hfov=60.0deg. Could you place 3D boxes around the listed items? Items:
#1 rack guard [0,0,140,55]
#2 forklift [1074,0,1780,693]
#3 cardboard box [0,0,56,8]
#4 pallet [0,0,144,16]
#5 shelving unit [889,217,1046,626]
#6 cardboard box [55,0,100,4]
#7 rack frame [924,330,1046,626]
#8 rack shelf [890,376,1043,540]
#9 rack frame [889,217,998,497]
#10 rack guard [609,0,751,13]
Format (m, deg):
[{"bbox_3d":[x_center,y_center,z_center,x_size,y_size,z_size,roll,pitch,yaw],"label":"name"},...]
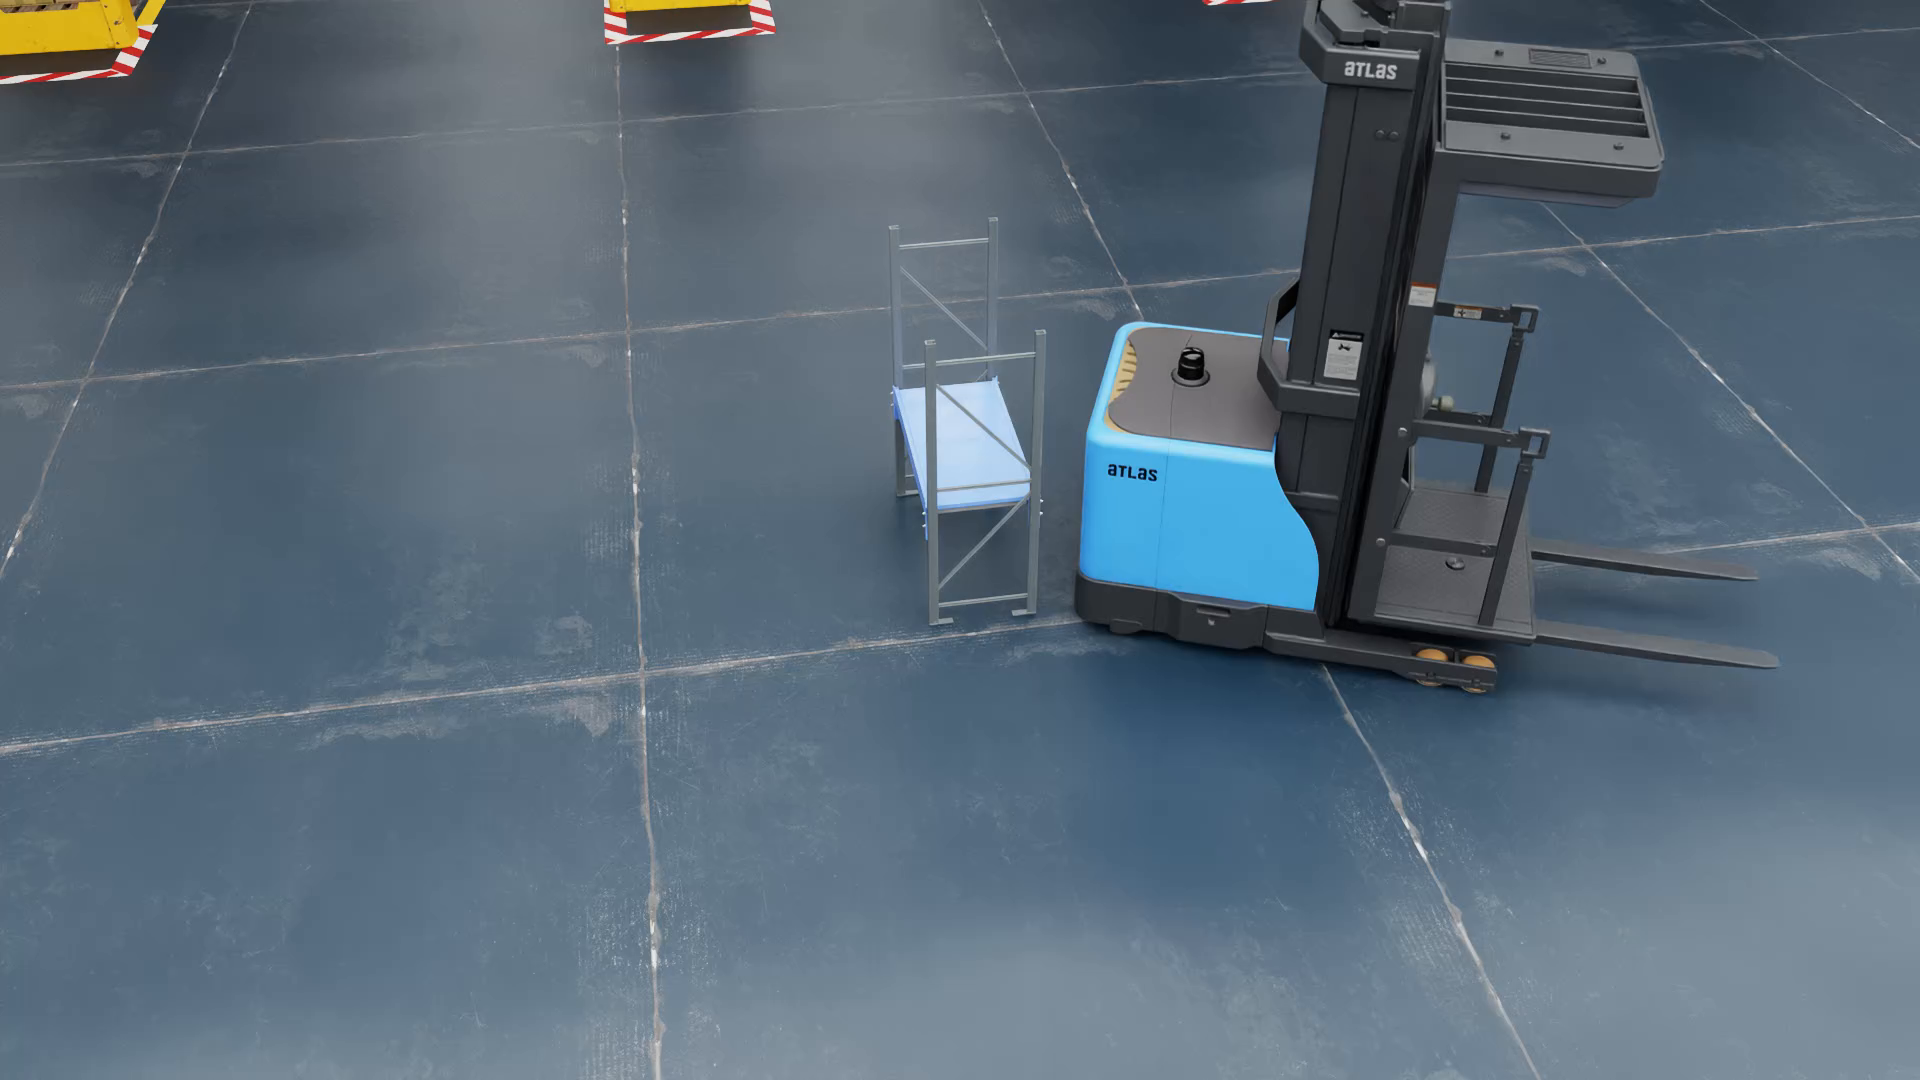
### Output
[{"bbox_3d":[-7.163,-4.139,13.071,1.175,0.500,0.348,-6,38,-8],"label":"rack guard"},{"bbox_3d":[2.095,-0.847,6.851,3.031,2.935,1.130,8,39,10],"label":"forklift"},{"bbox_3d":[-7.552,-4.513,13.413,0.500,0.250,0.500,-6,38,-8],"label":"cardboard box"},{"bbox_3d":[-7.343,-4.497,13.767,1.003,0.211,1.213,-6,38,-8],"label":"pallet"},{"bbox_3d":[0.015,-0.541,7.623,0.538,1.500,1.048,-6,38,-8],"label":"shelving unit"},{"bbox_3d":[-7.042,-4.569,13.485,0.500,0.250,0.500,-6,38,-8],"label":"cardboard box"},{"bbox_3d":[0.104,-0.234,7.228,0.500,1.500,0.032,-6,38,-8],"label":"rack frame"},{"bbox_3d":[0.015,-0.399,7.734,0.538,0.185,1.000,-6,38,-8],"label":"rack shelf"},{"bbox_3d":[-0.074,-0.848,8.019,0.500,1.500,0.032,-6,38,-8],"label":"rack frame"},{"bbox_3d":[-2.350,-4.725,13.825,1.175,0.500,0.348,-6,38,-8],"label":"rack guard"}]
